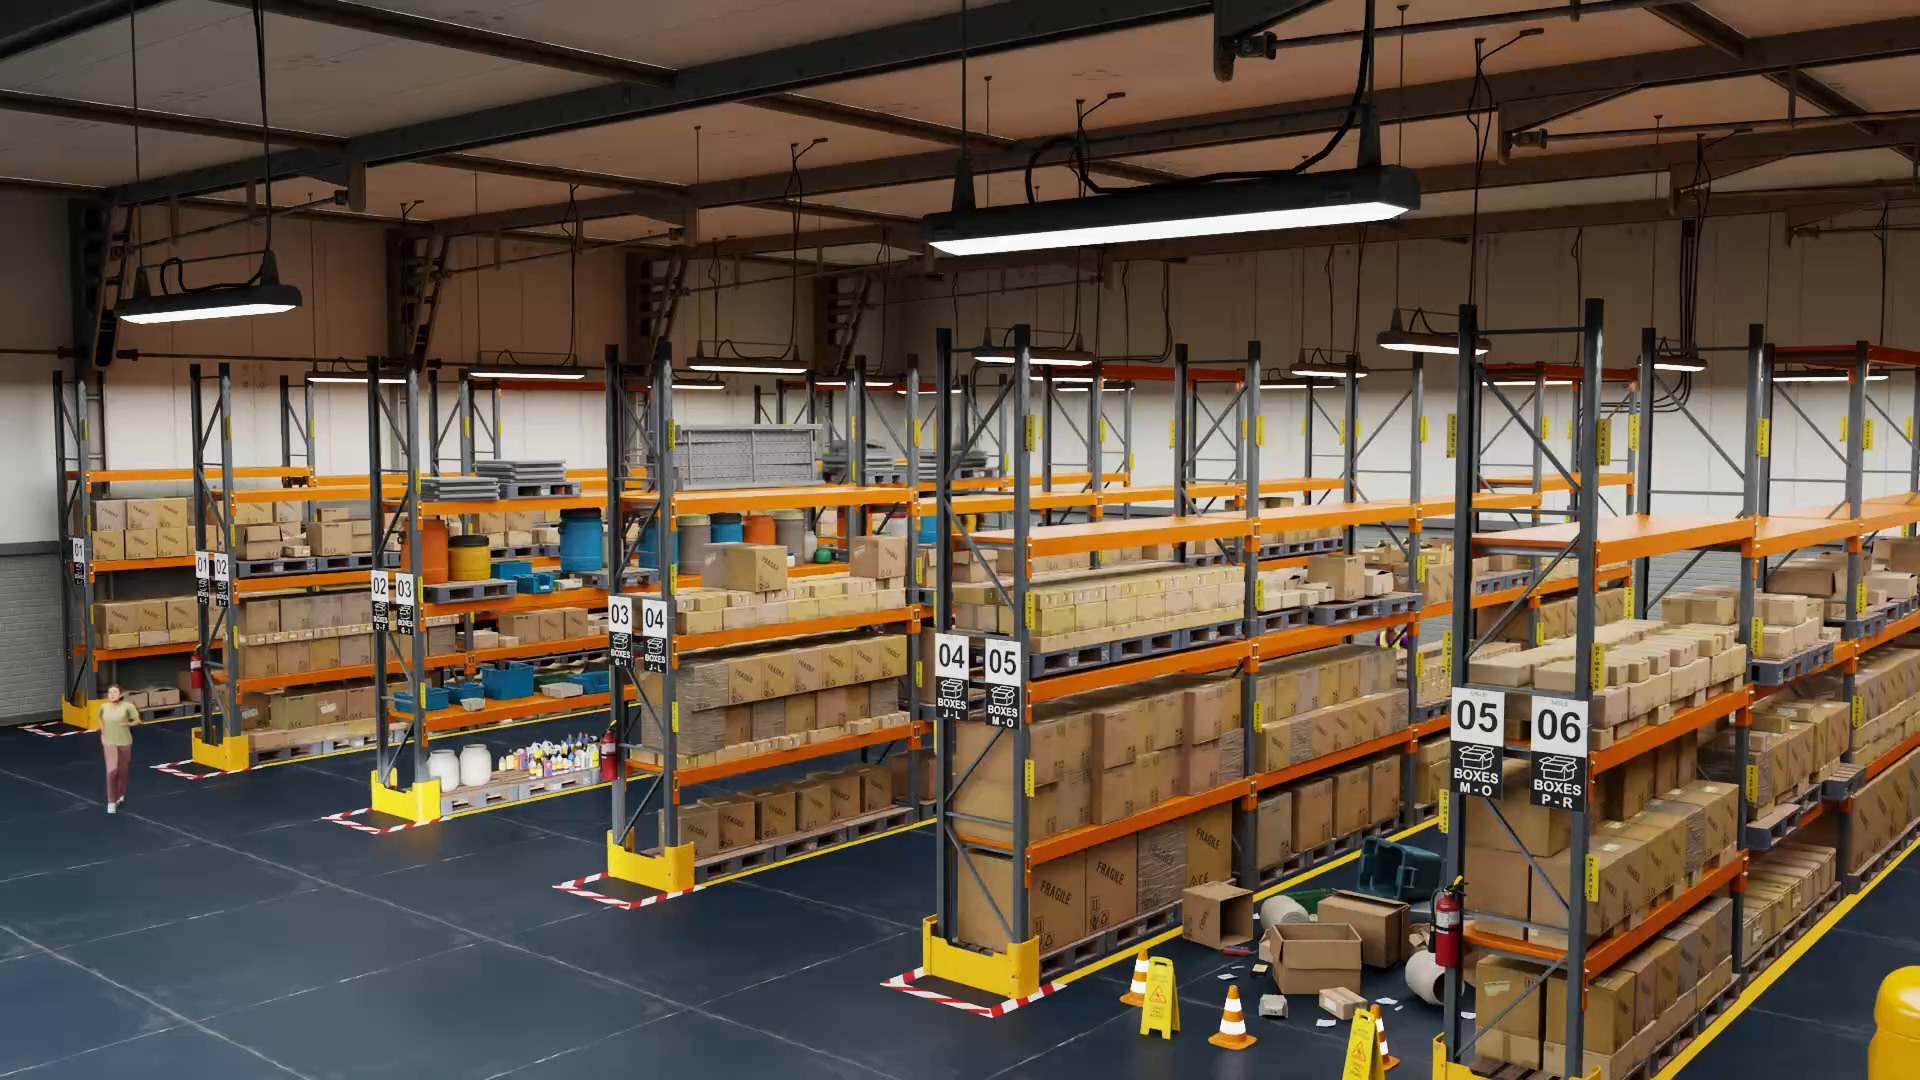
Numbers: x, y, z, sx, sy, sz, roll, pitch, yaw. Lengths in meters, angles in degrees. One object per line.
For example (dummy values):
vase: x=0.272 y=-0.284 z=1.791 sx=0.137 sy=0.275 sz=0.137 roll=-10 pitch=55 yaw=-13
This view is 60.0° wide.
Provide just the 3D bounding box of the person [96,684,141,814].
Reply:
person: x=-11.162 y=2.753 z=22.082 sx=0.546 sy=1.725 sz=0.717 roll=-2 pitch=5 yaw=-24

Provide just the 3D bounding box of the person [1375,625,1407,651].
person: x=7.501 y=2.222 z=28.862 sx=0.693 sy=1.816 sz=0.730 roll=2 pitch=5 yaw=27
